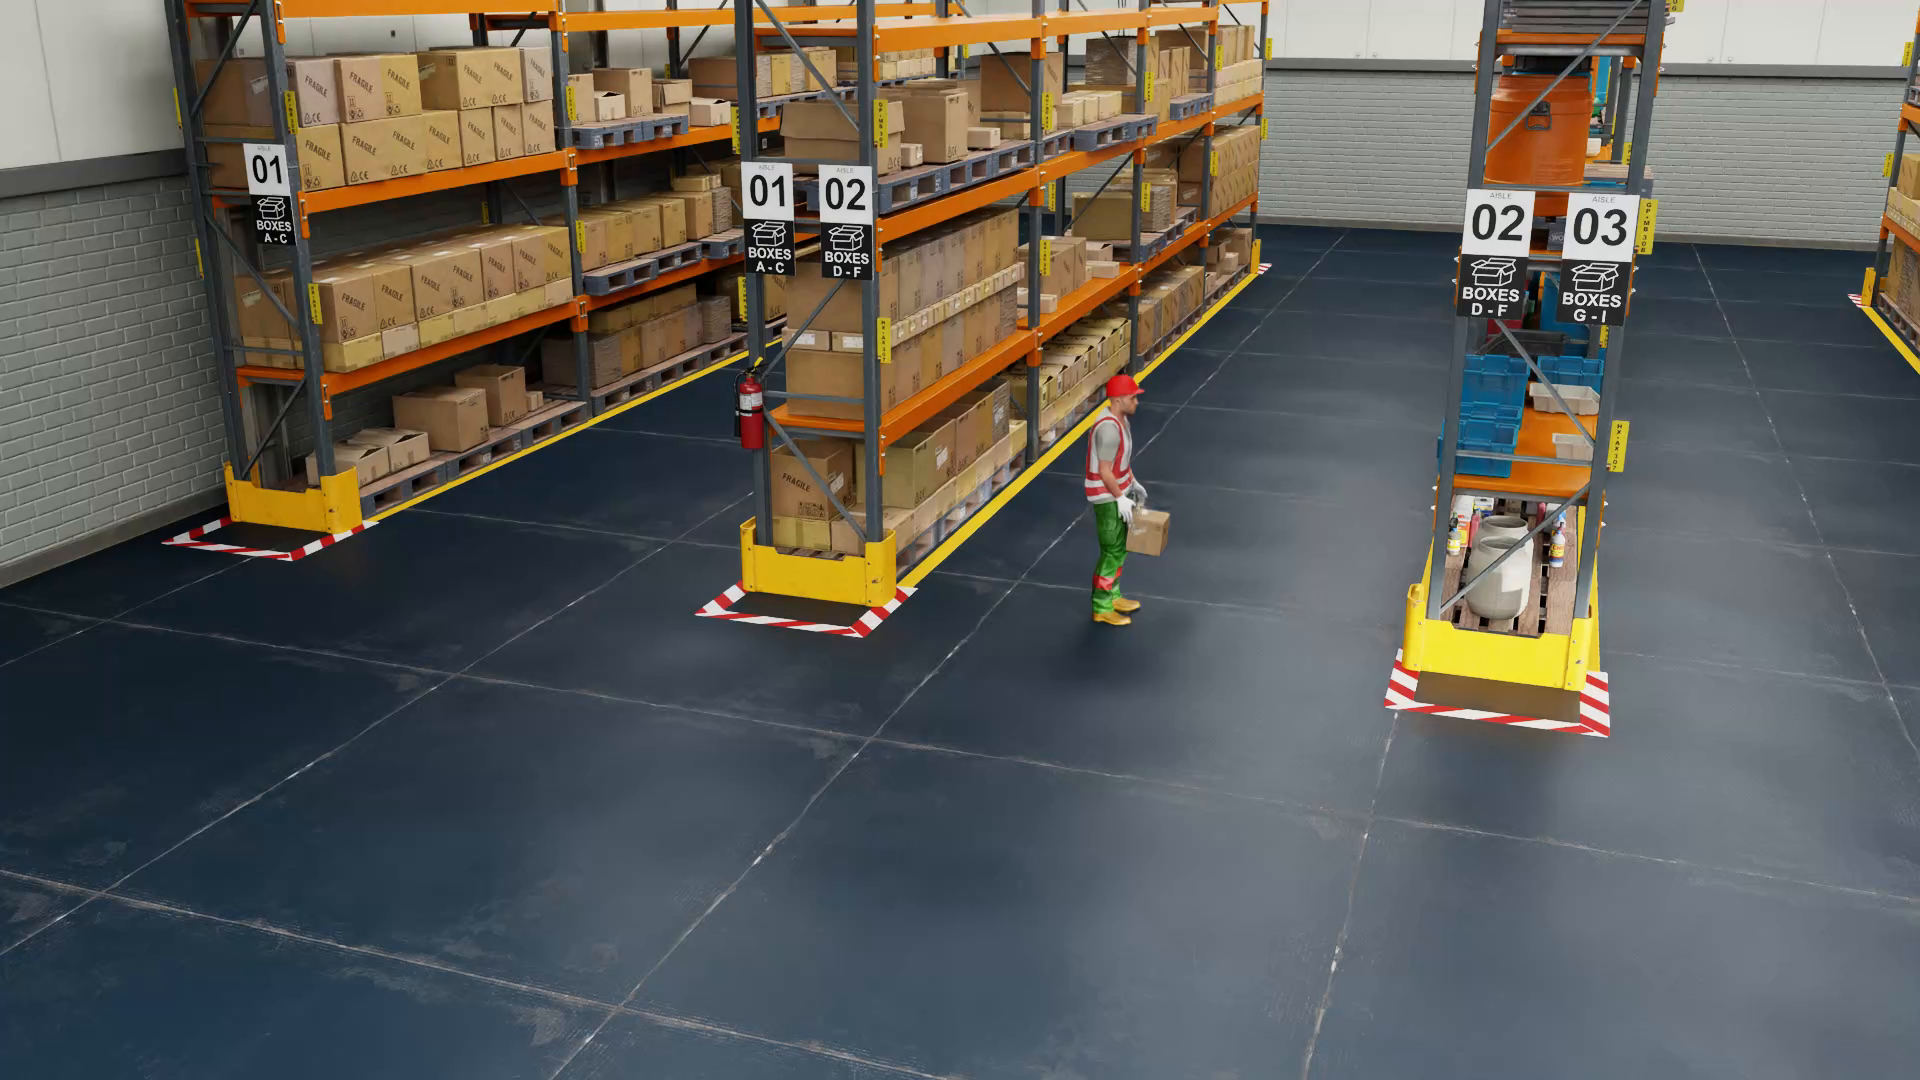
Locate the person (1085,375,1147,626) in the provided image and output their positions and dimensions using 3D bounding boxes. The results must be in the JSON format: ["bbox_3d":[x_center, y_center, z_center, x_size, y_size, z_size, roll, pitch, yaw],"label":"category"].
[{"bbox_3d":[1.112,-0.309,11.950,0.414,1.788,0.544,6,19,17],"label":"person"}]
